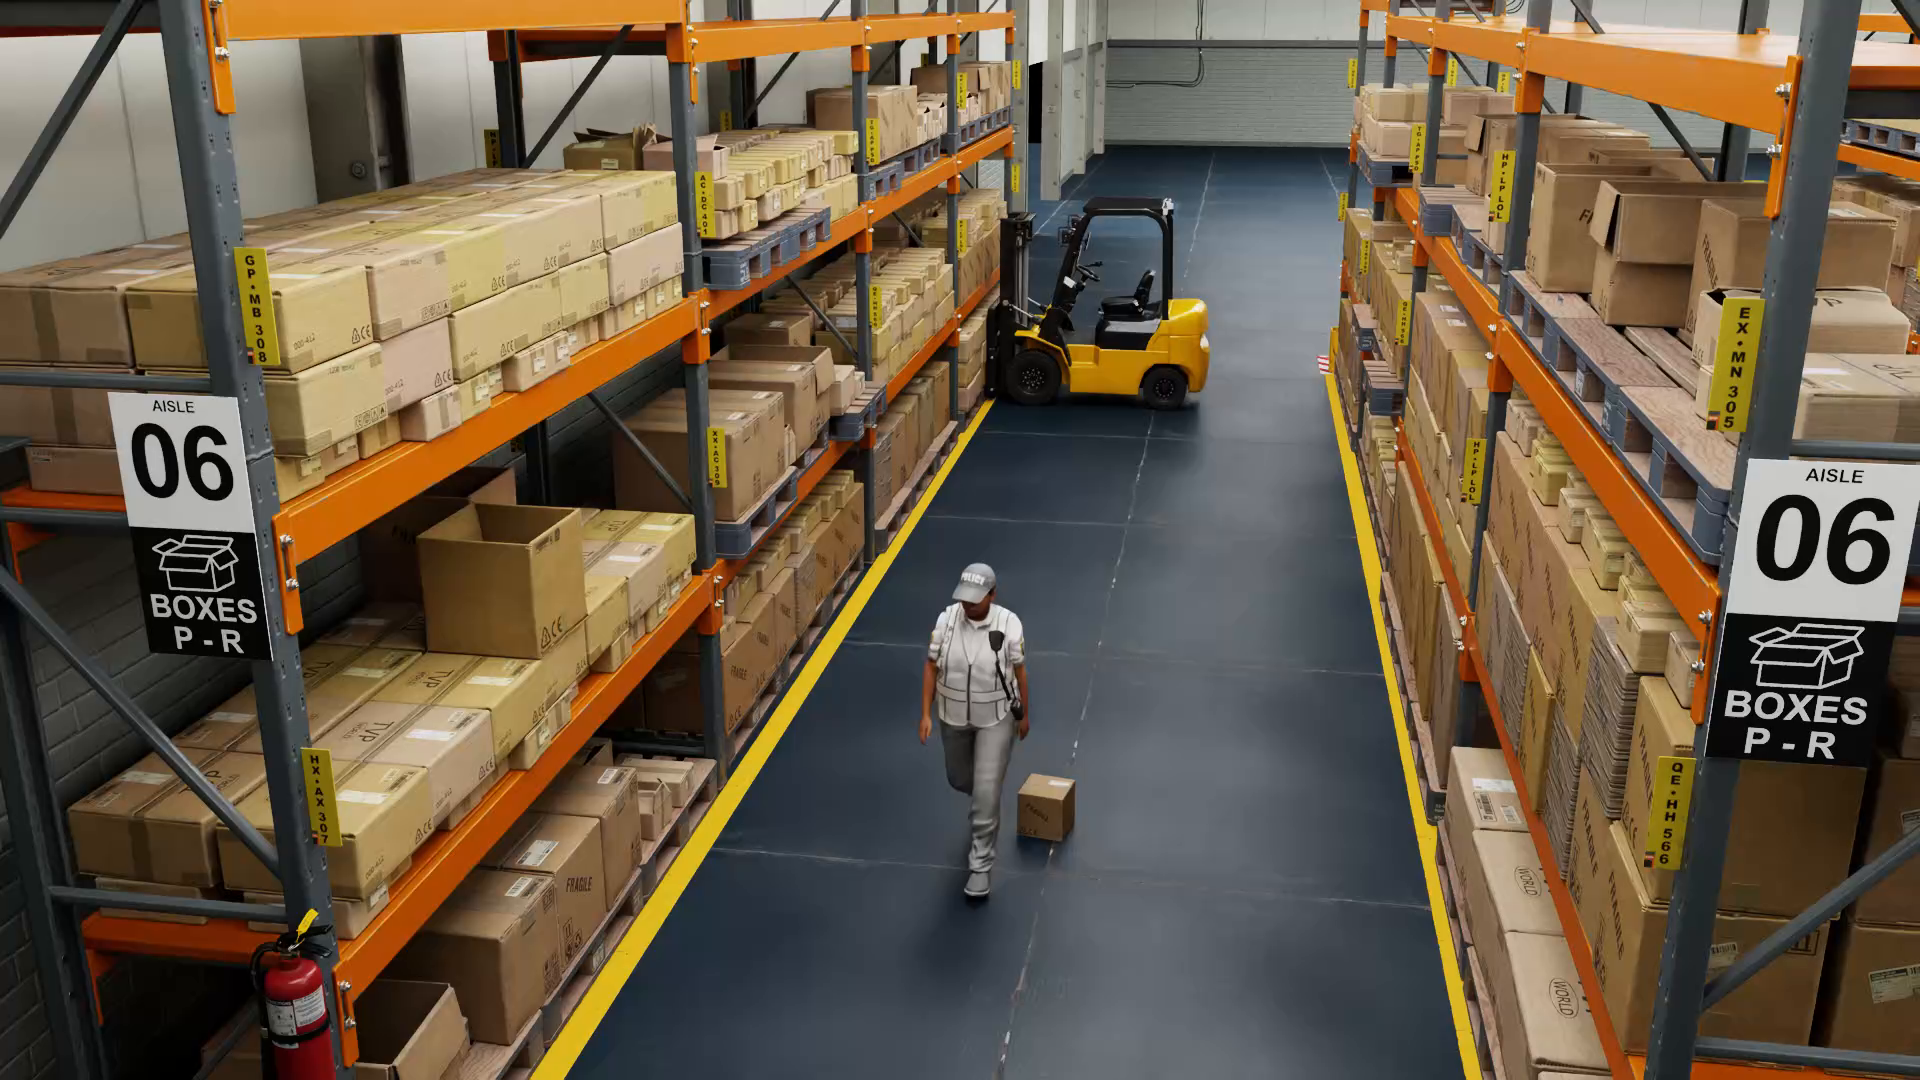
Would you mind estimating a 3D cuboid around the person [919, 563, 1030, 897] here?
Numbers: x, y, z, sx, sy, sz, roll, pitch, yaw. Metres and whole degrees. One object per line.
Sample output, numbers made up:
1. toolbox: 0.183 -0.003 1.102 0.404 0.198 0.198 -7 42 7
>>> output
1. person: 0.074 0.866 8.389 0.526 1.616 0.972 5 19 16
